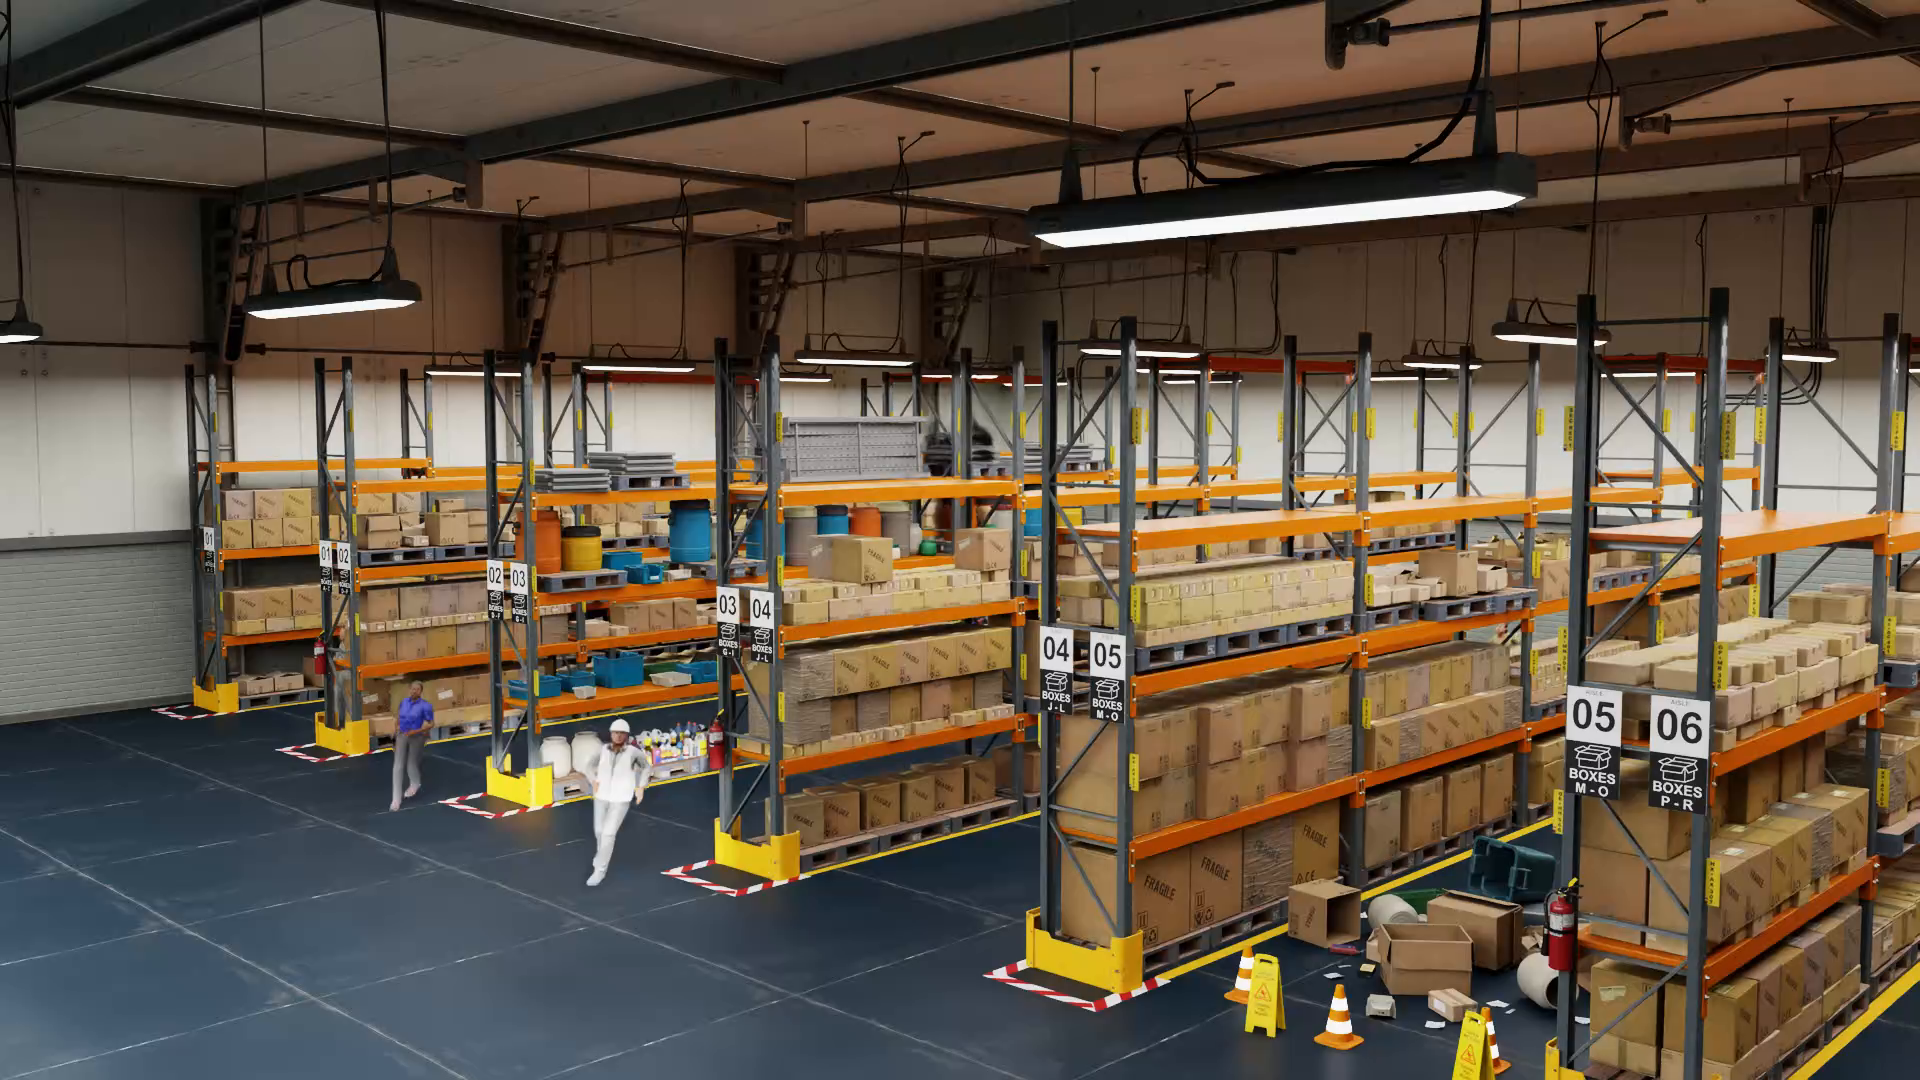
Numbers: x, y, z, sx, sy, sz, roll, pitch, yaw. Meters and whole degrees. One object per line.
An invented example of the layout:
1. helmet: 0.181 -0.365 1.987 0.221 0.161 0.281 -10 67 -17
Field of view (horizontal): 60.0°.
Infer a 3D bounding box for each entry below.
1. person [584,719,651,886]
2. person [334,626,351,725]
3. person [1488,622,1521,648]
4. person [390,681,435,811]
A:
1. person: -3.842 2.869 18.459 0.726 1.753 0.949 1 4 7
2. person: -10.056 2.243 27.293 0.591 1.675 0.911 3 5 36
3. person: 9.254 2.181 28.329 0.603 1.654 0.906 4 6 39
4. person: -7.200 2.675 21.932 0.593 1.665 0.806 0 4 0
